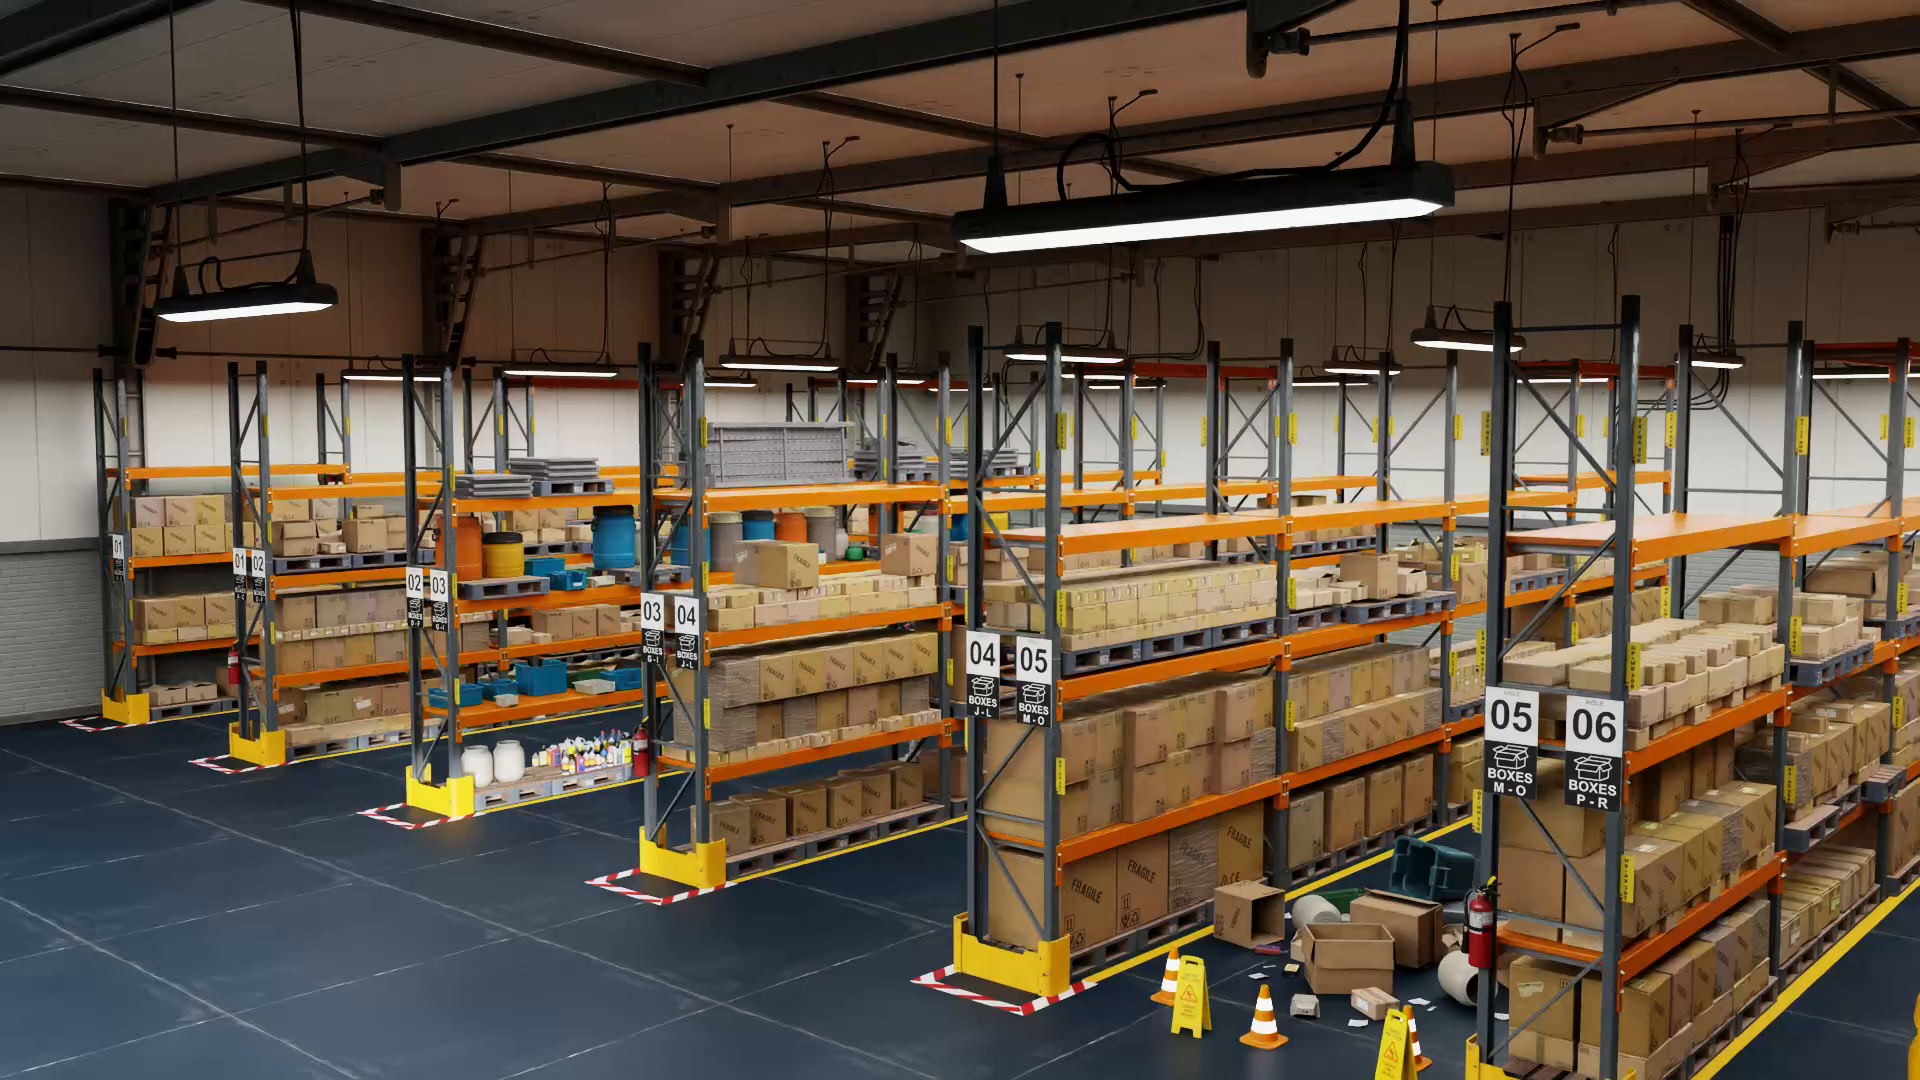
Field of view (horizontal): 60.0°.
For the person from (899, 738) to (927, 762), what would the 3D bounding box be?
[{"bbox_3d":[-0.671,2.428,25.071,0.421,1.779,0.626,2,5,21],"label":"person"}]
